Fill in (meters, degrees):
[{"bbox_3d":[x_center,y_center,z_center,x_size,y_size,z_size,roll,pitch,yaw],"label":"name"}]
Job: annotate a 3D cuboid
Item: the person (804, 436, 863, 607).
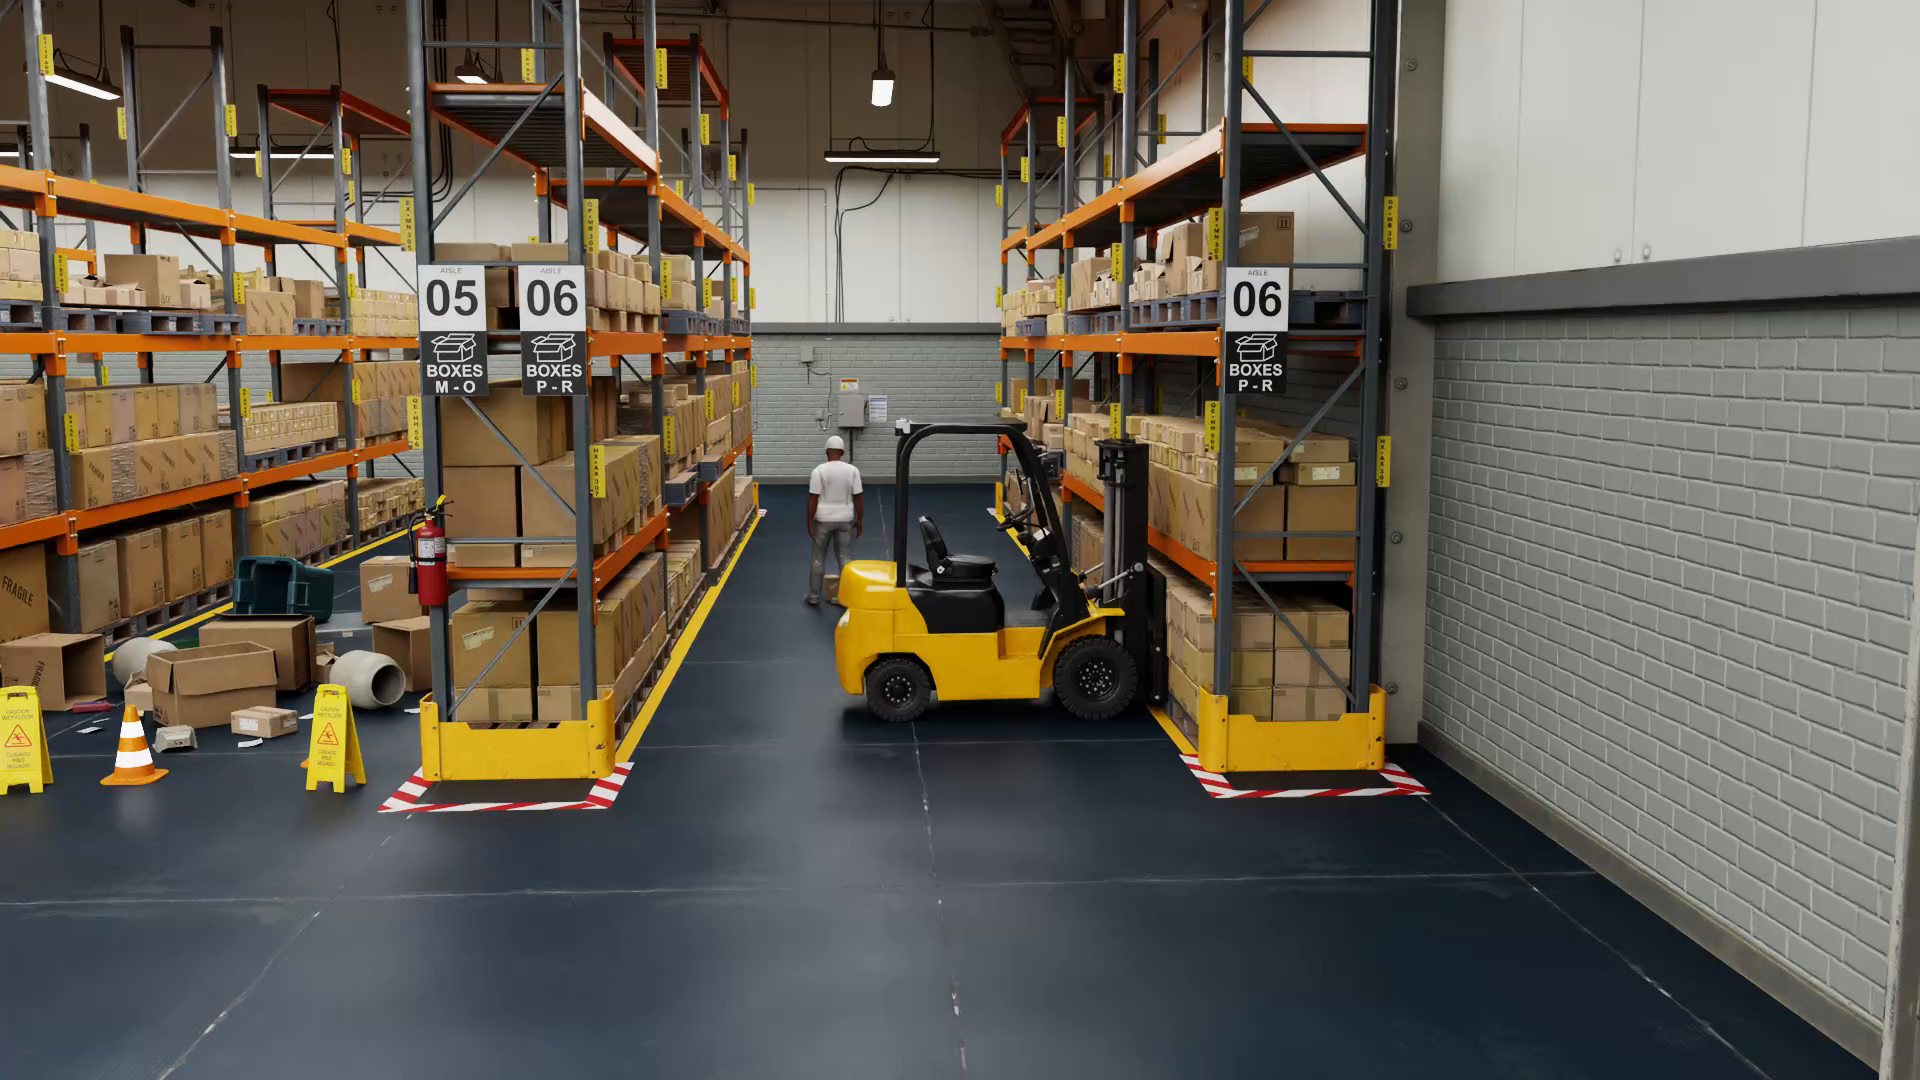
[{"bbox_3d":[-1.337,-0.208,17.336,0.588,1.768,0.585,-2,7,-18],"label":"person"}]
